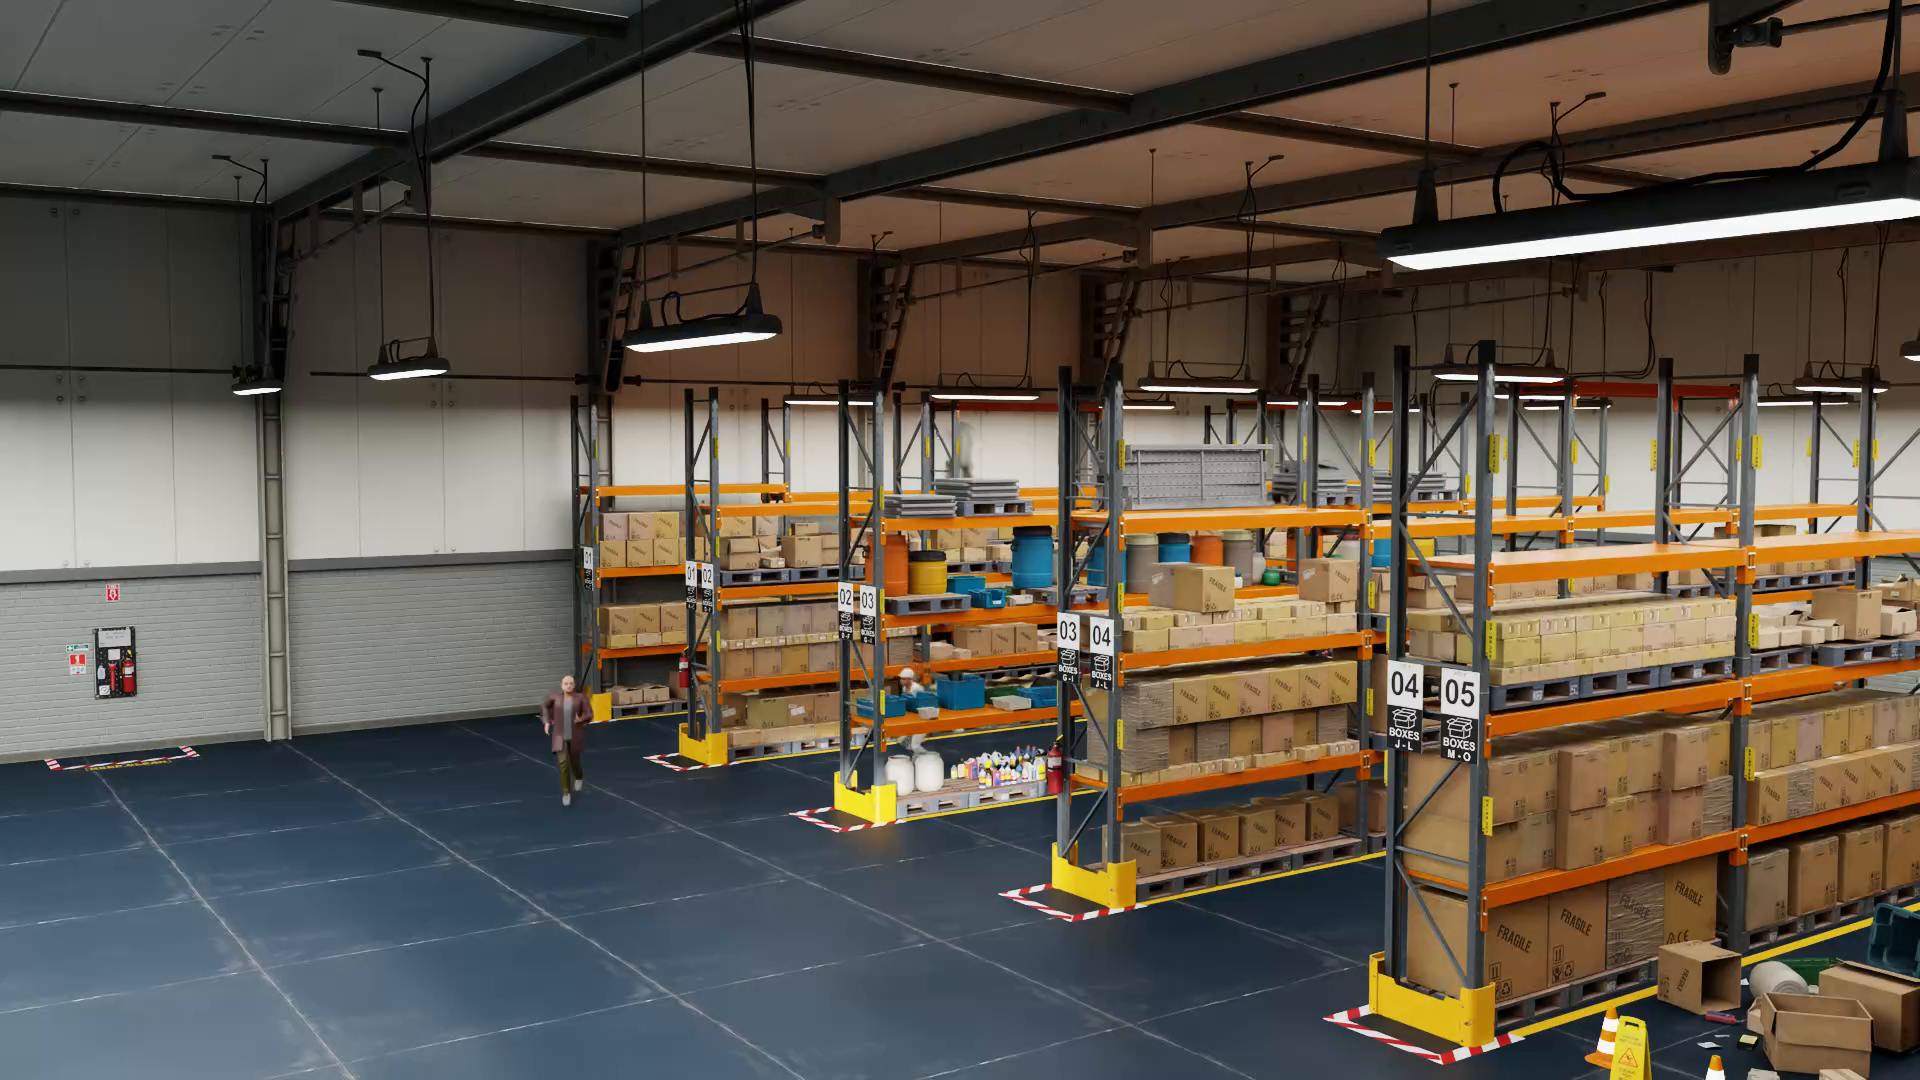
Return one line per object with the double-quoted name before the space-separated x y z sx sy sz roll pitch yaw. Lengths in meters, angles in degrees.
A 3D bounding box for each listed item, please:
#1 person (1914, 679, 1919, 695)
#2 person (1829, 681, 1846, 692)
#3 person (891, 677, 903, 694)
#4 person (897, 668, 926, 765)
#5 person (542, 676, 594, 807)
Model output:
"person" 15.547 2.786 26.586 0.545 1.642 0.847 3 5 43
"person" 13.537 2.859 25.465 0.722 1.599 0.597 -2 4 -34
"person" -1.153 2.524 31.724 0.570 1.435 0.867 3 4 38
"person" -0.755 2.807 25.847 0.689 1.682 0.768 -3 5 -41
"person" -5.617 2.833 23.842 0.720 1.794 1.059 -1 4 -12
